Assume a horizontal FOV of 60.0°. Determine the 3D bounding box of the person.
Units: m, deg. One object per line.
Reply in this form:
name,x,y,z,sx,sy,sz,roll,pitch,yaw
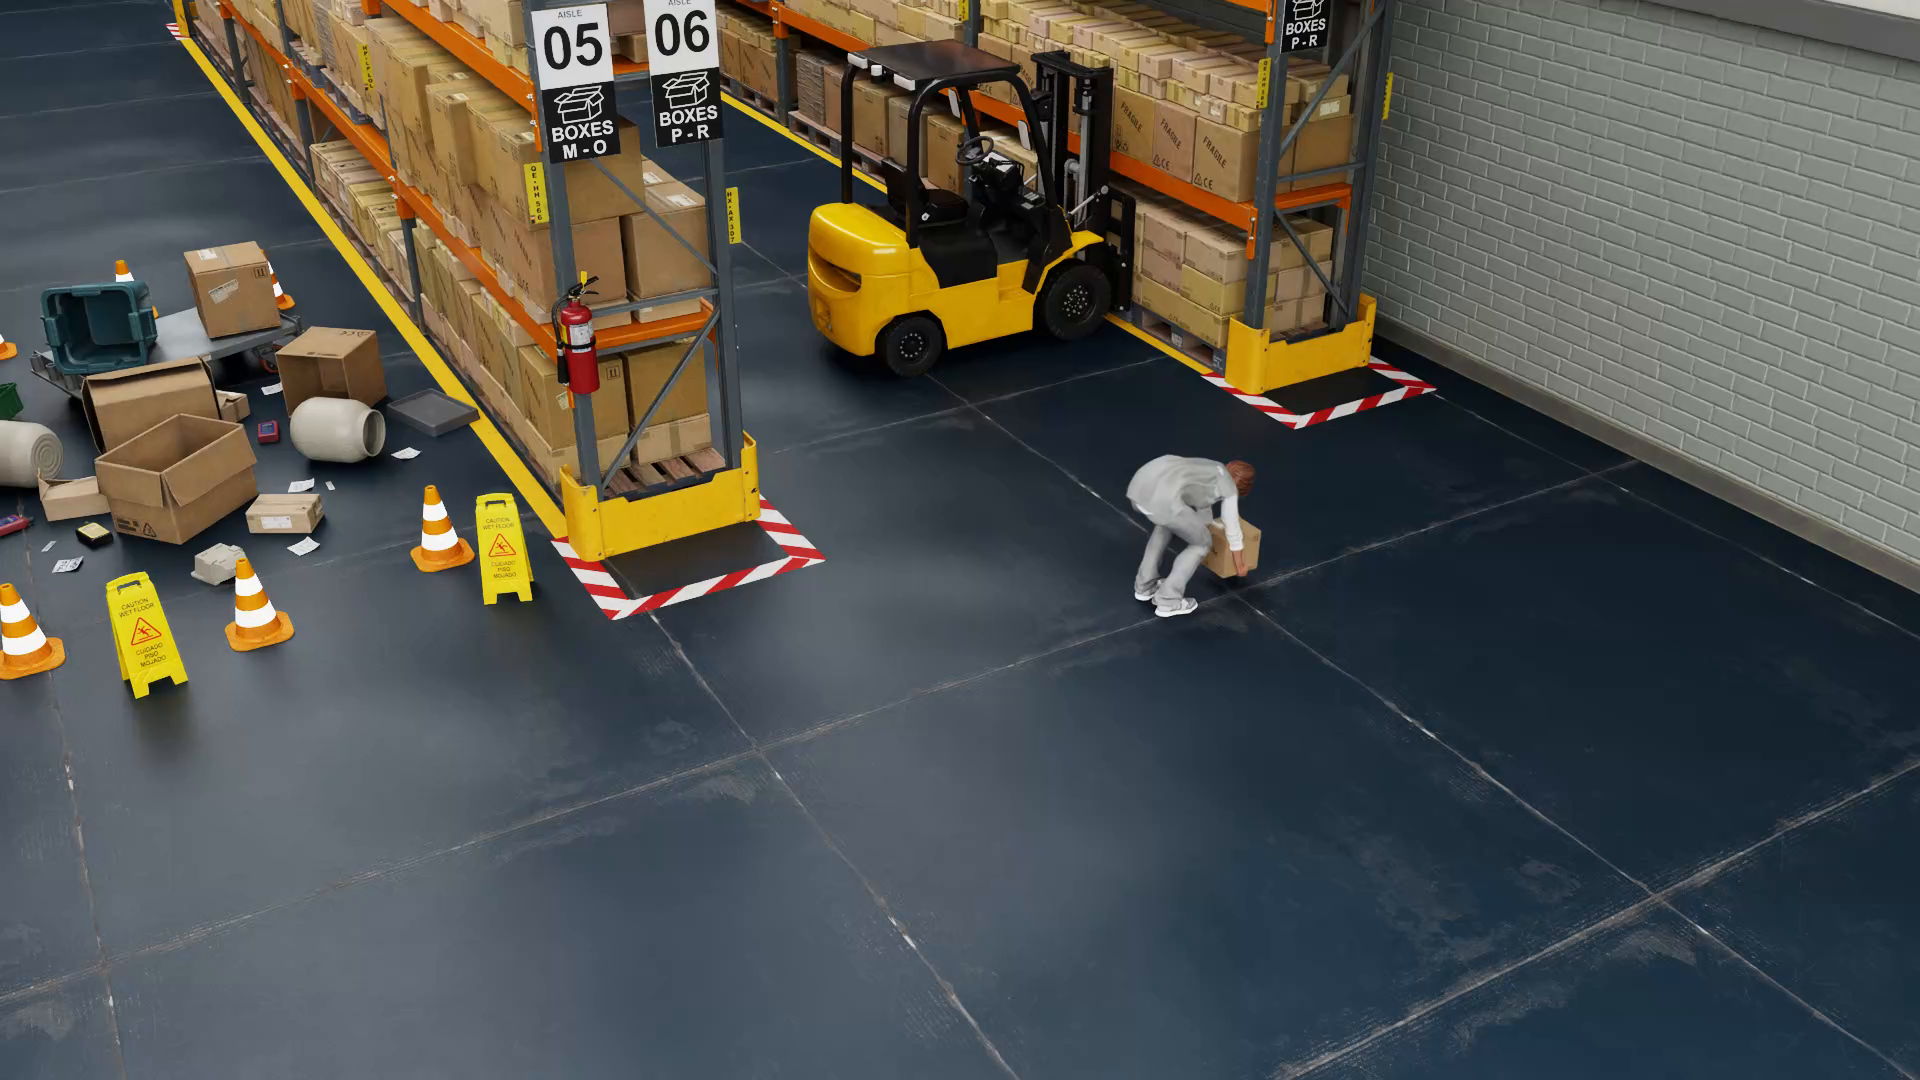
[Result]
person,1.310,-0.081,9.389,0.861,0.923,0.417,-18,34,-28
